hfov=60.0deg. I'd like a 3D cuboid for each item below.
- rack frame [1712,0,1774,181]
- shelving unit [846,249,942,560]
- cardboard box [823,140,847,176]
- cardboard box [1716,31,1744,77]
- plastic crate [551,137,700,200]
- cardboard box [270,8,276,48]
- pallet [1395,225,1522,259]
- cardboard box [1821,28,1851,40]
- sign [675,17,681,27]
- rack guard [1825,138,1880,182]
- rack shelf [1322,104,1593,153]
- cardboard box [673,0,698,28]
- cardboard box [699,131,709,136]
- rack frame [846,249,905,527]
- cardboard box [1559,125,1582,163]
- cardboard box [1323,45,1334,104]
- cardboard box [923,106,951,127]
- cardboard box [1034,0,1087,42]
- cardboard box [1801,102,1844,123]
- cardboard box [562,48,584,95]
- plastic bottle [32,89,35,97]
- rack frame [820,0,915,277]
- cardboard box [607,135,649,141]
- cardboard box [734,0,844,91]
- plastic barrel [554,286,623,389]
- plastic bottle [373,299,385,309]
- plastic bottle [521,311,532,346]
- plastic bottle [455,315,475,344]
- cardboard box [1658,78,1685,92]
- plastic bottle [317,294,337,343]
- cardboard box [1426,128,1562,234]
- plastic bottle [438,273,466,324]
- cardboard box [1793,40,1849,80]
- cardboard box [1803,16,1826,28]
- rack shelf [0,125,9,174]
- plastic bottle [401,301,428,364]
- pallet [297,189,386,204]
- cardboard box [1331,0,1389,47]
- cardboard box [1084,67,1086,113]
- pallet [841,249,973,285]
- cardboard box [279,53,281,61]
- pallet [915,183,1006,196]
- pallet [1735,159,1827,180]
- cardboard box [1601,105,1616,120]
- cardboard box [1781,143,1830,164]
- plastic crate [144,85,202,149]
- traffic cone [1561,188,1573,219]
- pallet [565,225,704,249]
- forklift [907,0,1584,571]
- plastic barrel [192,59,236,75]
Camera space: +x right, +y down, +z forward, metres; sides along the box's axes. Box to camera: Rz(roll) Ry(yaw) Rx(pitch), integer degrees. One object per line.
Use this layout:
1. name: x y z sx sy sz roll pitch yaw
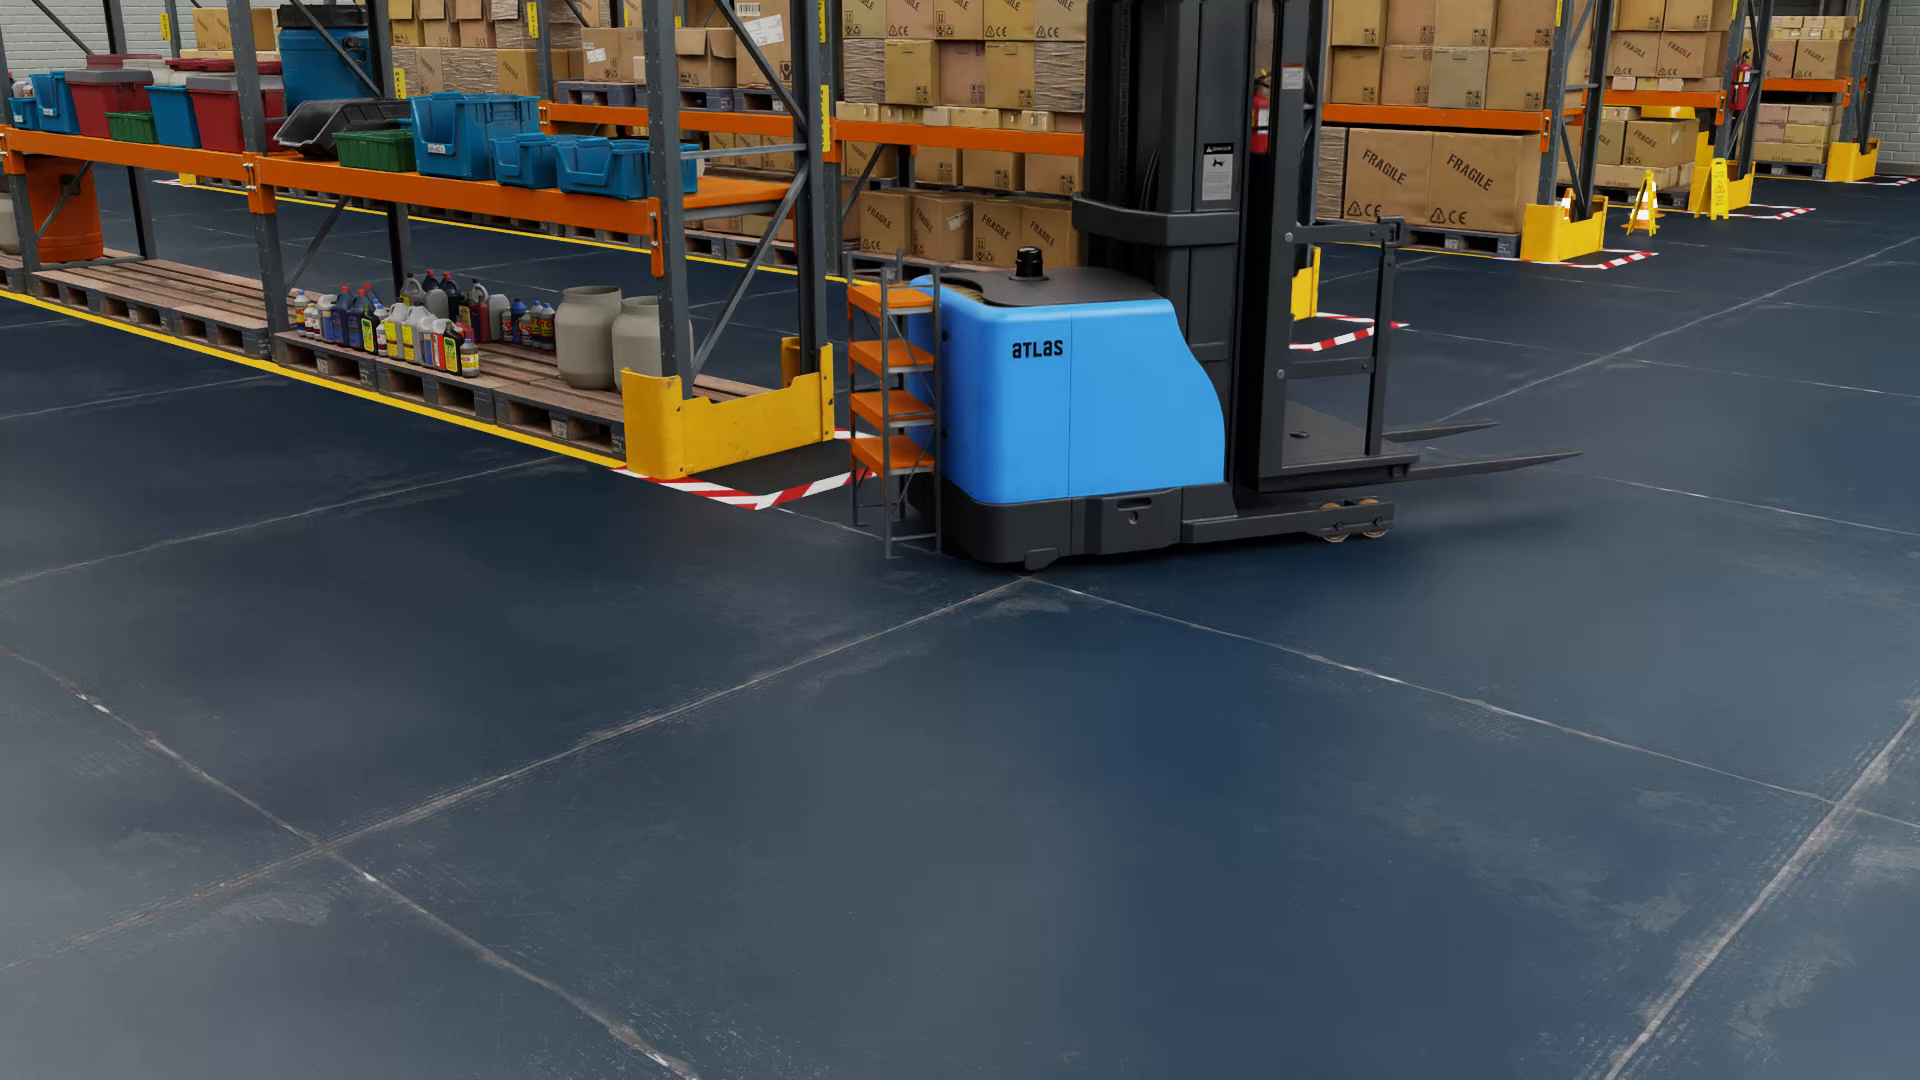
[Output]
1. rack frame: 8.798 -5.236 18.651 0.127 3.000 1.000 15 23 39
2. shelving unit: -0.276 -0.574 6.937 0.258 1.200 0.503 -6 19 -19
3. cardboard box: -1.447 -4.889 20.995 0.500 0.500 0.500 16 24 41
4. cardboard box: 8.628 -5.583 19.088 0.500 0.500 0.500 15 23 38
5. plastic crate: -1.640 -1.835 8.181 0.616 0.251 0.499 15 23 39
6. cardboard box: -9.208 -6.596 21.452 0.500 0.500 0.500 15 23 40
7. pallet: 4.938 -2.909 15.930 1.213 0.211 1.003 15 23 39
8. cardboard box: 11.645 -6.723 22.098 0.250 0.149 0.380 15 23 40
9. sign: -3.741 -6.793 22.128 0.005 0.325 0.100 15 23 39
10. rack guard: 12.108 -5.163 22.555 0.348 0.500 1.175 15 23 39
11. rack shelf: 4.092 -4.154 16.432 4.000 0.370 1.077 15 23 39
12. cardboard box: -3.918 -7.204 22.544 0.500 0.500 0.500 14 22 37
13. cardboard box: -3.507 -5.746 23.294 0.250 0.149 0.380 16 24 41
14. rack frame: -0.359 -0.644 7.156 0.240 1.200 0.015 -6 19 -19
15. cardboard box: 7.261 -4.792 19.863 0.500 0.500 0.500 14 23 38
16. cardboard box: 3.633 -4.659 16.584 0.550 0.550 0.875 15 23 39
17. cardboard box: -0.073 -3.361 13.160 0.250 0.149 0.380 15 23 39
18. cardboard box: 0.895 -3.914 12.177 0.500 0.500 0.500 15 23 39
19. cardboard box: 11.857 -5.865 22.832 0.500 0.250 0.500 15 23 38
20. cardboard box: -3.946 -4.807 17.134 0.500 0.500 0.500 16 24 41
21. plastic bottle: -7.920 -3.793 14.318 0.097 0.271 0.097 0 18 0
22. rack frame: -0.771 -3.797 14.117 0.127 3.000 1.000 15 23 39
23. cardboard box: -3.242 -3.848 16.443 0.500 0.250 0.500 16 24 41
24. cardboard box: -1.273 -4.474 14.565 1.000 1.000 1.000 15 23 40
25. plastic barrel: -1.985 -1.103 9.047 0.421 0.512 0.421 0 18 0
26. plastic bottle: -3.542 -1.328 10.120 0.097 0.271 0.097 0 18 0
27. plastic bottle: -2.622 -1.292 10.124 0.097 0.201 0.097 0 18 0
28. plastic bottle: -2.832 -1.139 9.504 0.133 0.283 0.061 15 23 39
29. cardboard box: 8.114 -5.169 18.854 0.250 0.149 0.380 15 23 39
30. plastic bottle: -3.852 -1.366 10.232 0.135 0.276 0.152 16 24 41
31. cardboard box: 5.037 -3.404 15.698 0.875 0.875 0.875 15 23 40
32. plastic bottle: -3.242 -1.521 10.597 0.185 0.351 0.144 14 22 37
33. cardboard box: 11.548 -6.447 22.301 0.500 0.500 0.500 14 23 38
34. cardboard box: 11.477 -6.925 22.244 0.250 0.149 0.380 15 23 39
35. rack shelf: -8.547 -3.538 14.491 4.000 0.370 1.077 15 23 39
36. plastic bottle: -3.132 -1.207 9.608 0.185 0.351 0.144 16 24 41
37. pallet: -7.272 -4.244 20.137 1.213 0.211 1.003 15 23 39
38. cardboard box: 4.053 -5.075 16.111 0.500 0.550 0.875 15 23 39
39. cardboard box: 1.374 -3.373 12.124 0.500 0.500 0.875 15 23 39
40. pallet: -0.245 -2.341 14.139 1.213 0.211 1.003 15 23 39
41. cardboard box: -7.648 -5.606 19.574 0.500 0.250 0.500 16 24 41
42. pallet: 0.144 -4.197 19.989 1.213 0.211 1.003 15 23 39
43. pallet: 11.491 -5.175 23.068 1.213 0.211 1.003 15 23 39
44. cardboard box: 7.521 -5.004 19.459 0.250 0.149 0.380 16 23 40
45. cardboard box: 11.529 -5.272 22.616 0.500 0.250 0.500 15 23 40
46. plastic crate: -5.090 -2.820 11.064 0.575 0.384 0.392 15 23 39
47. traffic cone: 6.134 -3.314 16.790 0.334 0.463 0.336 15 23 39
48. pallet: -3.180 -3.114 16.574 1.213 0.211 1.003 15 23 39
49. forklift: 1.336 -1.529 7.085 3.031 2.935 1.130 -6 19 -19
50. plastic barrel: -5.178 -3.130 11.791 0.433 0.535 0.433 0 18 0
